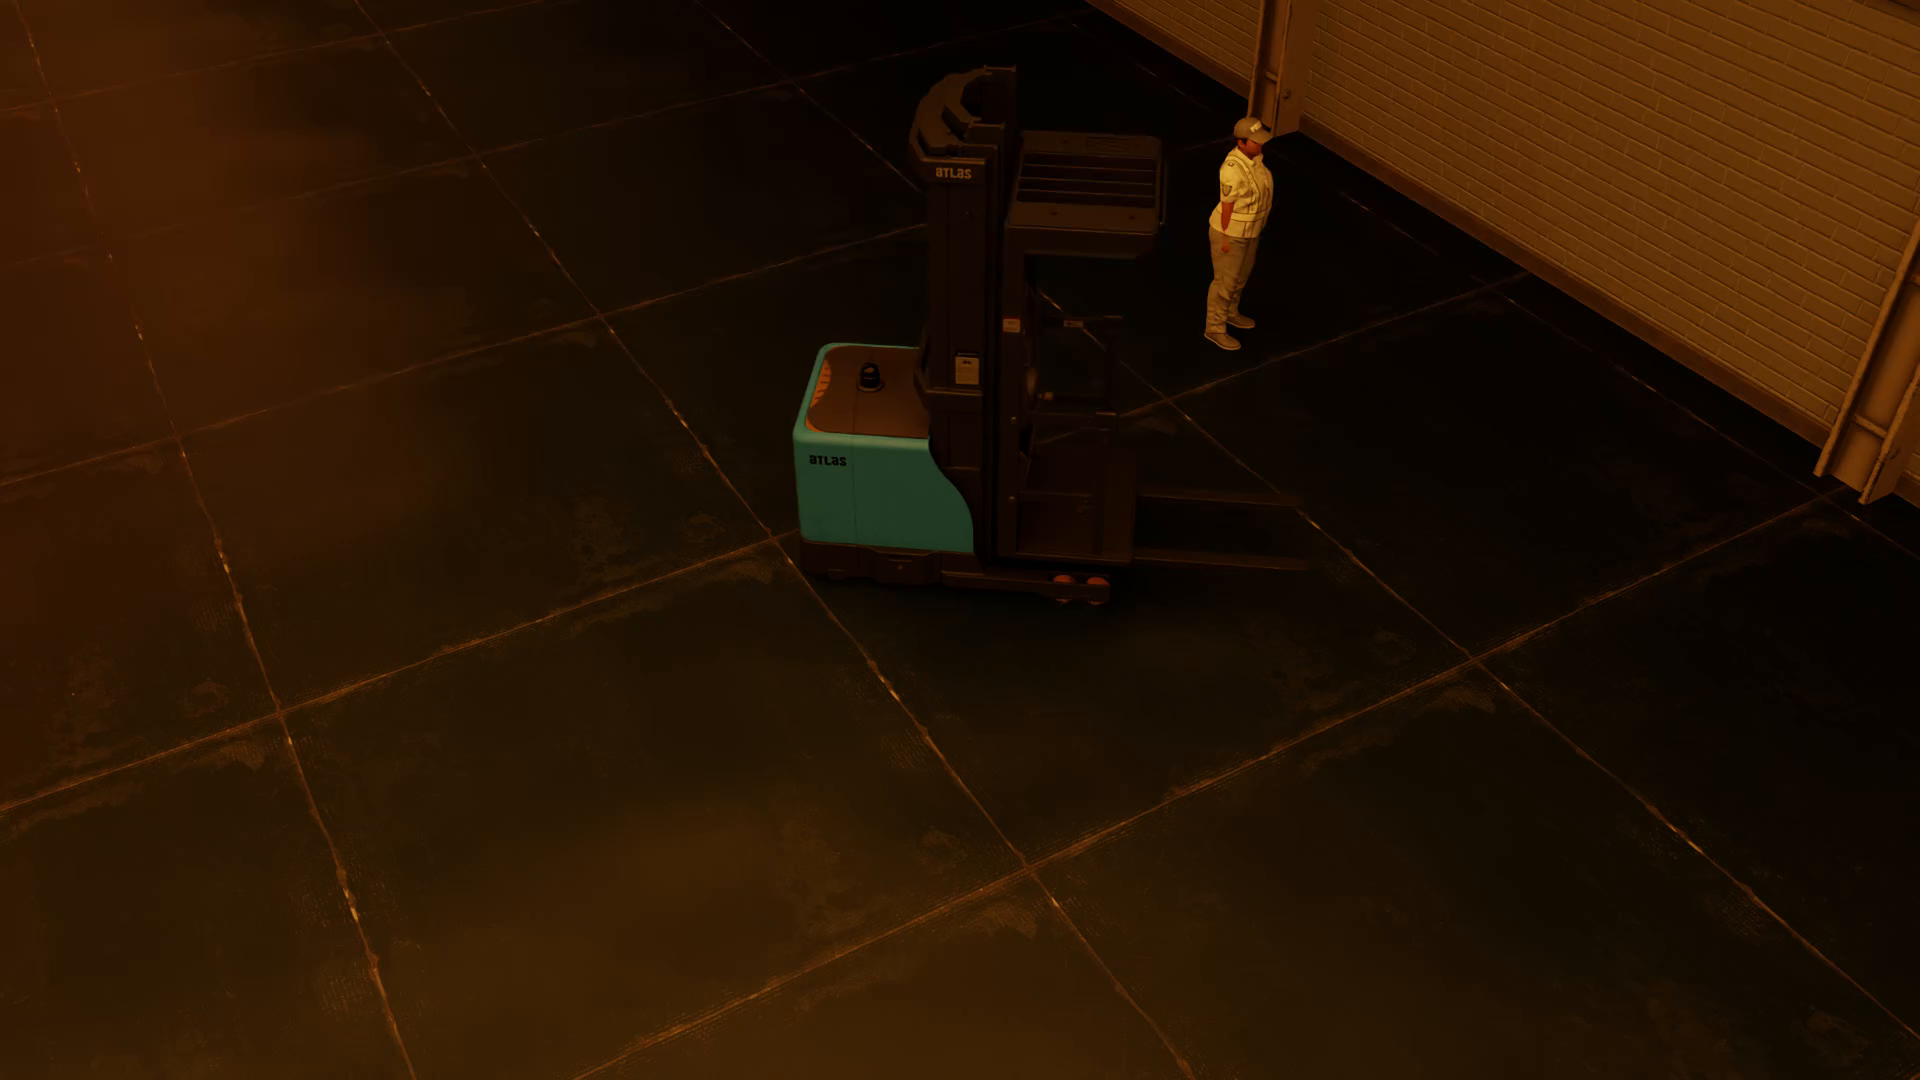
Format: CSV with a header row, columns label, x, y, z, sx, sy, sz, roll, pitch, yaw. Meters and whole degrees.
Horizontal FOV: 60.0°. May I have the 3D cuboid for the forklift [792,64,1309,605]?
label,x,y,z,sx,sy,sz,roll,pitch,yaw
forklift,0.585,-1.104,9.367,3.031,2.935,1.130,4,40,5

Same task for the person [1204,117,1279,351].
label,x,y,z,sx,sy,sz,roll,pitch,yaw
person,1.953,-2.170,11.650,0.394,1.668,0.487,20,44,22
